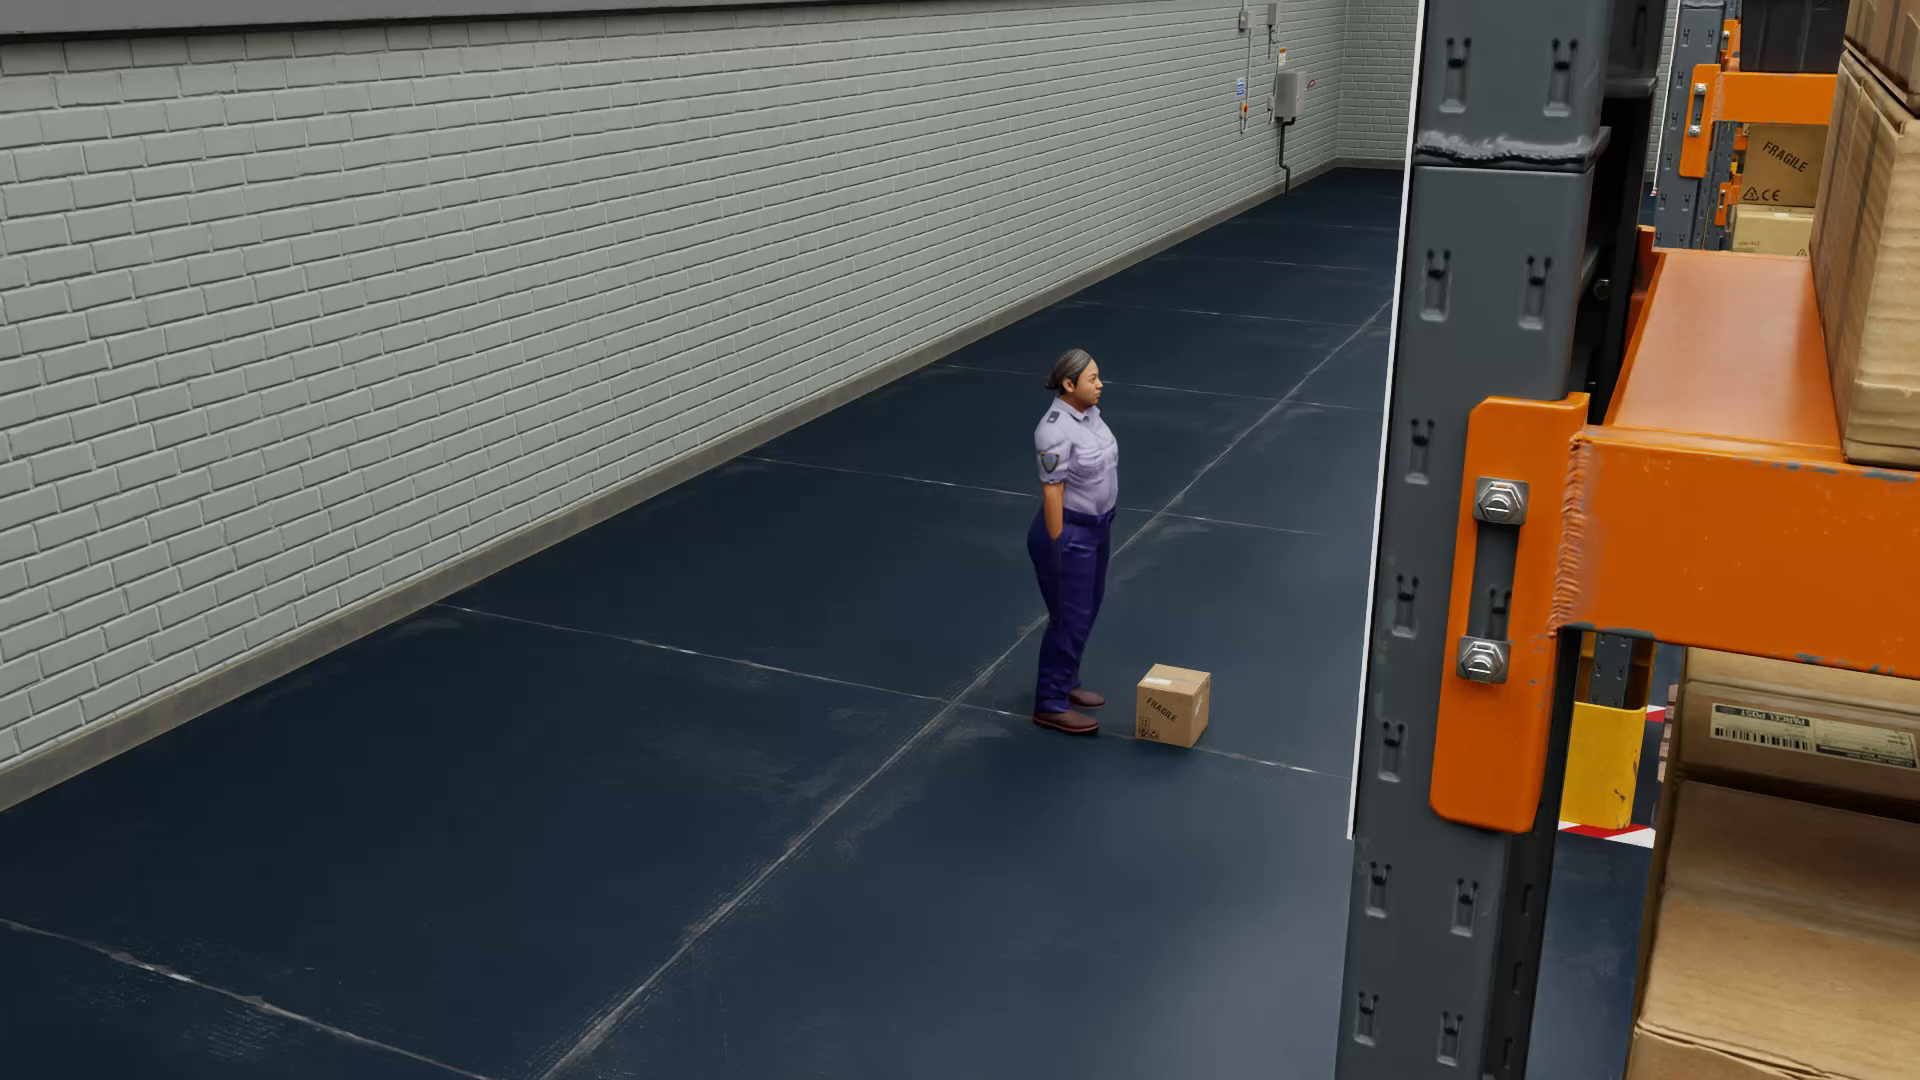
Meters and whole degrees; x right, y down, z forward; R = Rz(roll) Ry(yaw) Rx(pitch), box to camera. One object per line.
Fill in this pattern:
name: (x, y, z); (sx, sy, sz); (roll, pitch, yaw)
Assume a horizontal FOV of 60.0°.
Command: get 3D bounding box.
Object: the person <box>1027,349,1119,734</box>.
person: (0.499, 0.000, 7.121); (0.359, 1.654, 0.465); (9, 21, 24)
